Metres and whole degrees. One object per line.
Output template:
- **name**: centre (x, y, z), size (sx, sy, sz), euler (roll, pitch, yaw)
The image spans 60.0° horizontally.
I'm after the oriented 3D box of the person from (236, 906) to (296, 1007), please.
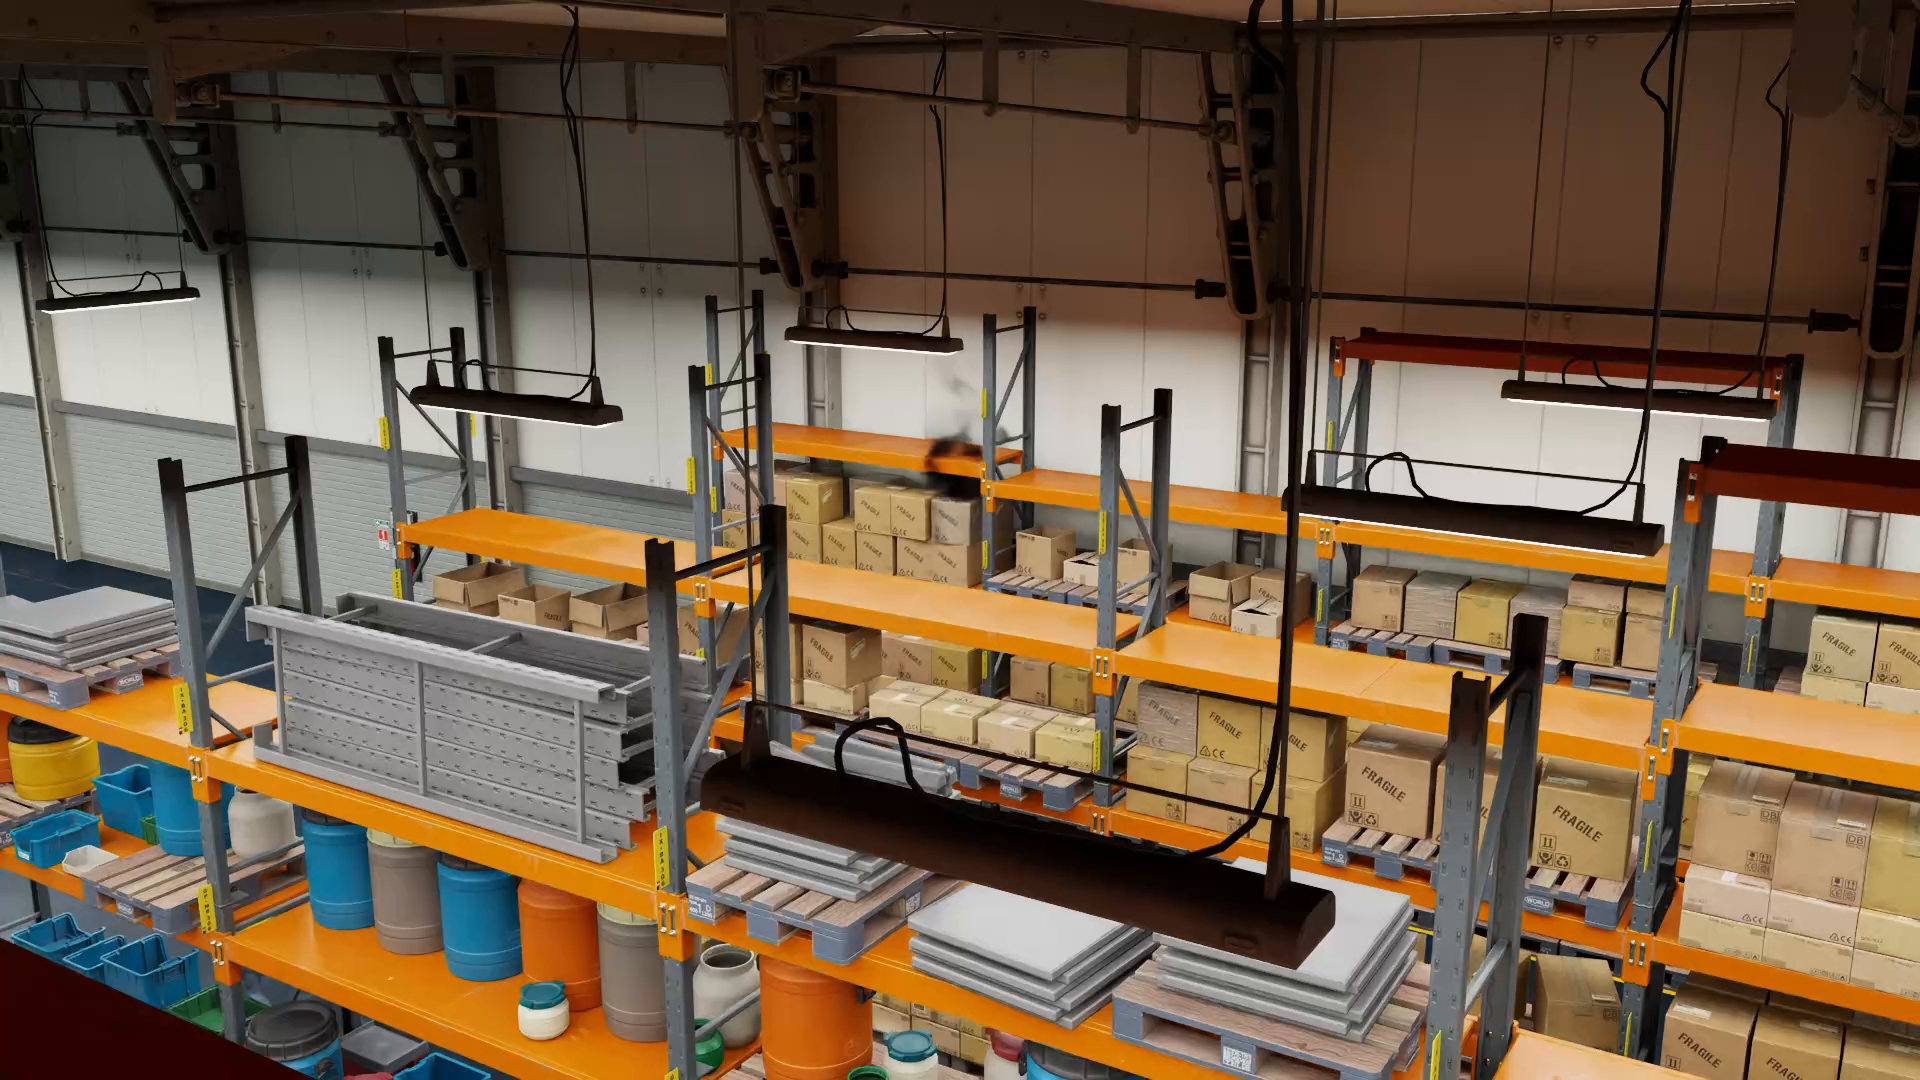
- **person**: centre (-6.264, 3.668, 14.738), size (0.937, 1.775, 0.709), euler (9, 17, 33)
